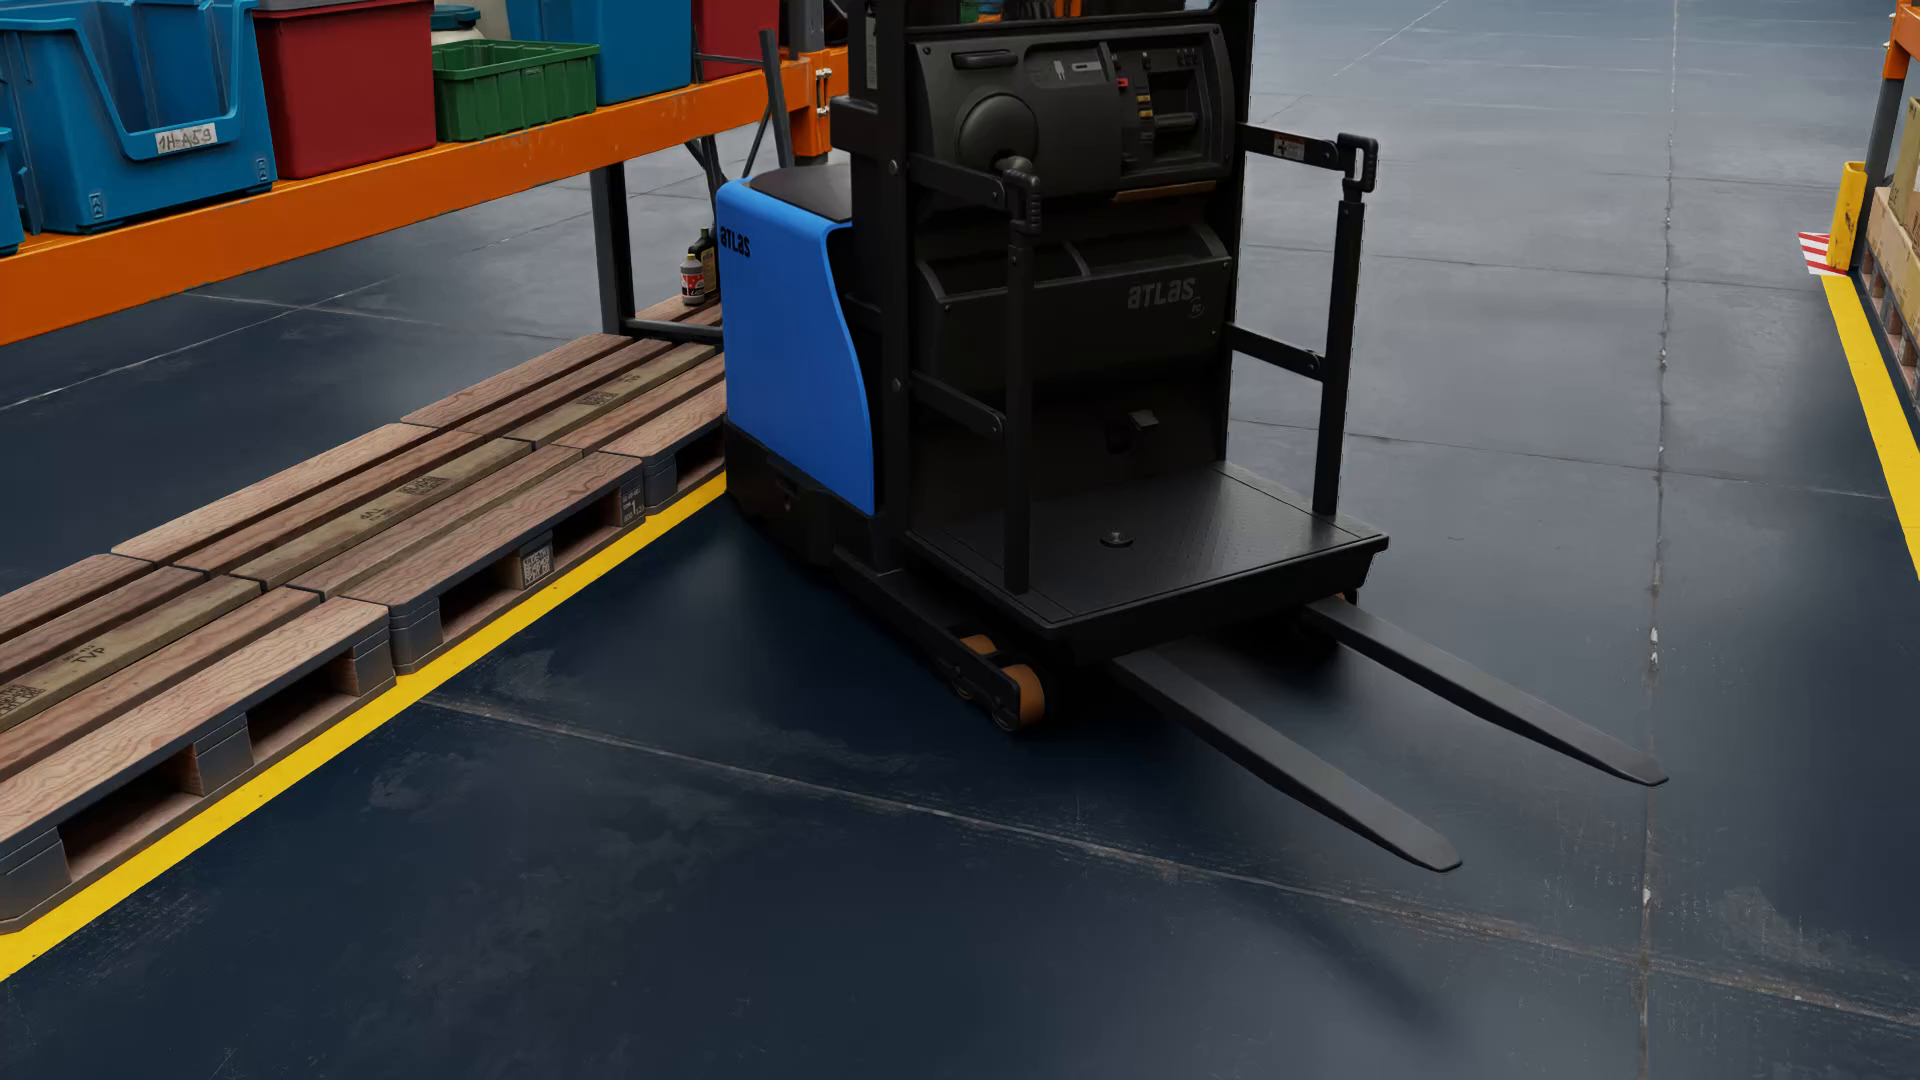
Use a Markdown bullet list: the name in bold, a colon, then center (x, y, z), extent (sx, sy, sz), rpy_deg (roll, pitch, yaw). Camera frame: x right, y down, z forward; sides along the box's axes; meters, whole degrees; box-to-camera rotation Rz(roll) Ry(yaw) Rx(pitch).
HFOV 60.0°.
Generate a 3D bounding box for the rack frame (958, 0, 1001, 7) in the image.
- **rack frame**: center (0.111, -1.309, 6.122), extent (0.032, 1.500, 0.500), rpy_deg (-25, 31, -33)

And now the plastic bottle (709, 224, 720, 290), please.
- **plastic bottle**: center (-1.016, -1.284, 7.298), extent (0.144, 0.351, 0.185), rpy_deg (8, 24, 19)

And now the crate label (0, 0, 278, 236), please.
- **crate label**: center (-1.853, -0.933, 3.546), extent (0.502, 0.435, 0.616), rpy_deg (9, 24, 20)

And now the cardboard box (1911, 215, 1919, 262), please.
- **cardboard box**: center (4.131, -1.327, 6.584), extent (0.500, 0.500, 0.500), rpy_deg (9, 24, 20)

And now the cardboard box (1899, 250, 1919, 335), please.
- **cardboard box**: center (4.132, -0.981, 6.729), extent (0.500, 0.250, 0.500), rpy_deg (9, 24, 20)

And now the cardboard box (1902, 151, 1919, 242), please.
- **cardboard box**: center (4.333, -1.503, 7.007), extent (0.500, 0.500, 0.500), rpy_deg (9, 24, 20)

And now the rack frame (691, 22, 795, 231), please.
- **rack frame**: center (-0.658, -0.948, 5.563), extent (0.032, 1.500, 0.500), rpy_deg (-25, 31, -33)

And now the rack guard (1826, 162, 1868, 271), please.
- **rack guard**: center (5.105, -1.607, 8.450), extent (1.175, 0.500, 0.348), rpy_deg (9, 24, 20)

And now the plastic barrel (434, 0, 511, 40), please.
- **plastic barrel**: center (-1.546, -1.783, 5.451), extent (0.433, 0.535, 0.433), rpy_deg (0, 23, 0)

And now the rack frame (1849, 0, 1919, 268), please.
- **rack frame**: center (5.096, -2.752, 7.947), extent (1.000, 3.000, 0.127), rpy_deg (9, 24, 20)

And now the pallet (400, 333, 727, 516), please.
- **pallet**: center (-1.243, -0.458, 6.073), extent (1.003, 0.211, 1.213), rpy_deg (9, 24, 20)

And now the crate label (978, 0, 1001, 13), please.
- **crate label**: center (0.066, -2.782, 7.972), extent (0.502, 0.435, 0.616), rpy_deg (9, 24, 20)

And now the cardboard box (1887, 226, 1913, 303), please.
- **cardboard box**: center (4.322, -1.159, 7.155), extent (0.500, 0.250, 0.500), rpy_deg (9, 24, 20)

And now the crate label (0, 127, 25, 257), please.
- **crate label**: center (-1.968, -0.620, 3.059), extent (0.303, 0.233, 0.416), rpy_deg (9, 24, 20)

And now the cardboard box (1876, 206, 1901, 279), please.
- **cardboard box**: center (4.508, -1.338, 7.583), extent (0.500, 0.250, 0.500), rpy_deg (9, 24, 20)

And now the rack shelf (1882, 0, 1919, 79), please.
- **rack shelf**: center (4.353, -1.705, 6.372), extent (1.077, 0.370, 4.000), rpy_deg (9, 24, 20)

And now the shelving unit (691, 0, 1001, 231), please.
- **shelving unit**: center (-0.280, -1.125, 5.838), extent (1.083, 1.500, 0.587), rpy_deg (-25, 31, -33)

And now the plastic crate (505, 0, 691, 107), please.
- **plastic crate**: center (-1.108, -1.585, 5.173), extent (0.392, 0.384, 0.575), rpy_deg (9, 24, 20)

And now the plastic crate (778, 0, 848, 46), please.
- **plastic crate**: center (-0.675, -2.172, 6.638), extent (0.767, 0.338, 0.504), rpy_deg (9, 24, 20)

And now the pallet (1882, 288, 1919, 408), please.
- **pallet**: center (4.396, -0.751, 6.774), extent (1.003, 0.211, 1.213), rpy_deg (9, 24, 20)

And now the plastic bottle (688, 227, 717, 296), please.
- **plastic bottle**: center (-1.115, -1.200, 7.185), extent (0.061, 0.283, 0.133), rpy_deg (10, 25, 23)

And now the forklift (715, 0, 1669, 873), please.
- **forklift**: center (0.421, -1.083, 4.039), extent (1.130, 2.935, 3.031), rpy_deg (-13, 26, -28)

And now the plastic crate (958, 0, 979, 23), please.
- **plastic crate**: center (-0.221, -2.379, 7.328), extent (0.450, 0.188, 0.662), rpy_deg (9, 24, 20)

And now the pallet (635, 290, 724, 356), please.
- **pallet**: center (-0.699, -0.979, 7.320), extent (1.003, 0.211, 1.213), rpy_deg (9, 24, 20)

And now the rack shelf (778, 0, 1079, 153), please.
- **rack shelf**: center (-0.244, -2.415, 8.073), extent (1.077, 0.370, 4.000), rpy_deg (9, 24, 20)

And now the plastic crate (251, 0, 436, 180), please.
- **plastic crate**: center (-1.589, -1.164, 4.062), extent (0.402, 0.464, 0.583), rpy_deg (9, 24, 20)

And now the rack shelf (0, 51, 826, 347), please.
- **rack shelf**: center (-1.730, -0.984, 4.647), extent (1.077, 0.370, 4.000), rpy_deg (9, 24, 20)

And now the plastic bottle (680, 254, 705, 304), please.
- **plastic bottle**: center (-1.142, -1.118, 7.094), extent (0.097, 0.201, 0.097), rpy_deg (0, 23, 0)

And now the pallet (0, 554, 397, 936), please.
- **pallet**: center (-2.149, 0.415, 3.982), extent (1.003, 0.211, 1.213), rpy_deg (9, 24, 20)

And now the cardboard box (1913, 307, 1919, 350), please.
- **cardboard box**: center (3.947, -0.802, 6.300), extent (0.500, 0.250, 0.500), rpy_deg (9, 24, 20)

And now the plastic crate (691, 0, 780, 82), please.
- **plastic crate**: center (-0.883, -1.844, 5.689), extent (0.402, 0.464, 0.583), rpy_deg (9, 24, 20)

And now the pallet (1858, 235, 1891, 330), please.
- **pallet**: center (4.851, -1.186, 7.815), extent (1.003, 0.211, 1.213), rpy_deg (9, 24, 20)

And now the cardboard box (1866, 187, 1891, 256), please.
- **cardboard box**: center (4.691, -1.517, 8.013), extent (0.500, 0.250, 0.500), rpy_deg (9, 24, 20)

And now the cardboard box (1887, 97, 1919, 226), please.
- **cardboard box**: center (4.507, -1.684, 7.440), extent (0.500, 0.500, 0.500), rpy_deg (9, 24, 20)

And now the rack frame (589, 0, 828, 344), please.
- **rack frame**: center (-0.987, -2.031, 6.221), extent (1.000, 3.000, 0.127), rpy_deg (9, 24, 20)

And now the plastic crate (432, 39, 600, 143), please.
- **plastic crate**: center (-1.372, -1.270, 4.673), extent (0.450, 0.188, 0.662), rpy_deg (9, 24, 20)

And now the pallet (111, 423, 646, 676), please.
- **pallet**: center (-1.694, -0.020, 5.024), extent (1.003, 0.211, 1.213), rpy_deg (9, 24, 20)

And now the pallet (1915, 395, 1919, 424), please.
- **pallet**: center (3.945, -0.313, 5.725), extent (1.003, 0.211, 1.213), rpy_deg (9, 24, 20)

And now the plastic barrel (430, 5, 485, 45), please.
- **plastic barrel**: center (-1.621, -1.516, 5.167), extent (0.301, 0.262, 0.301), rpy_deg (0, 23, 0)
